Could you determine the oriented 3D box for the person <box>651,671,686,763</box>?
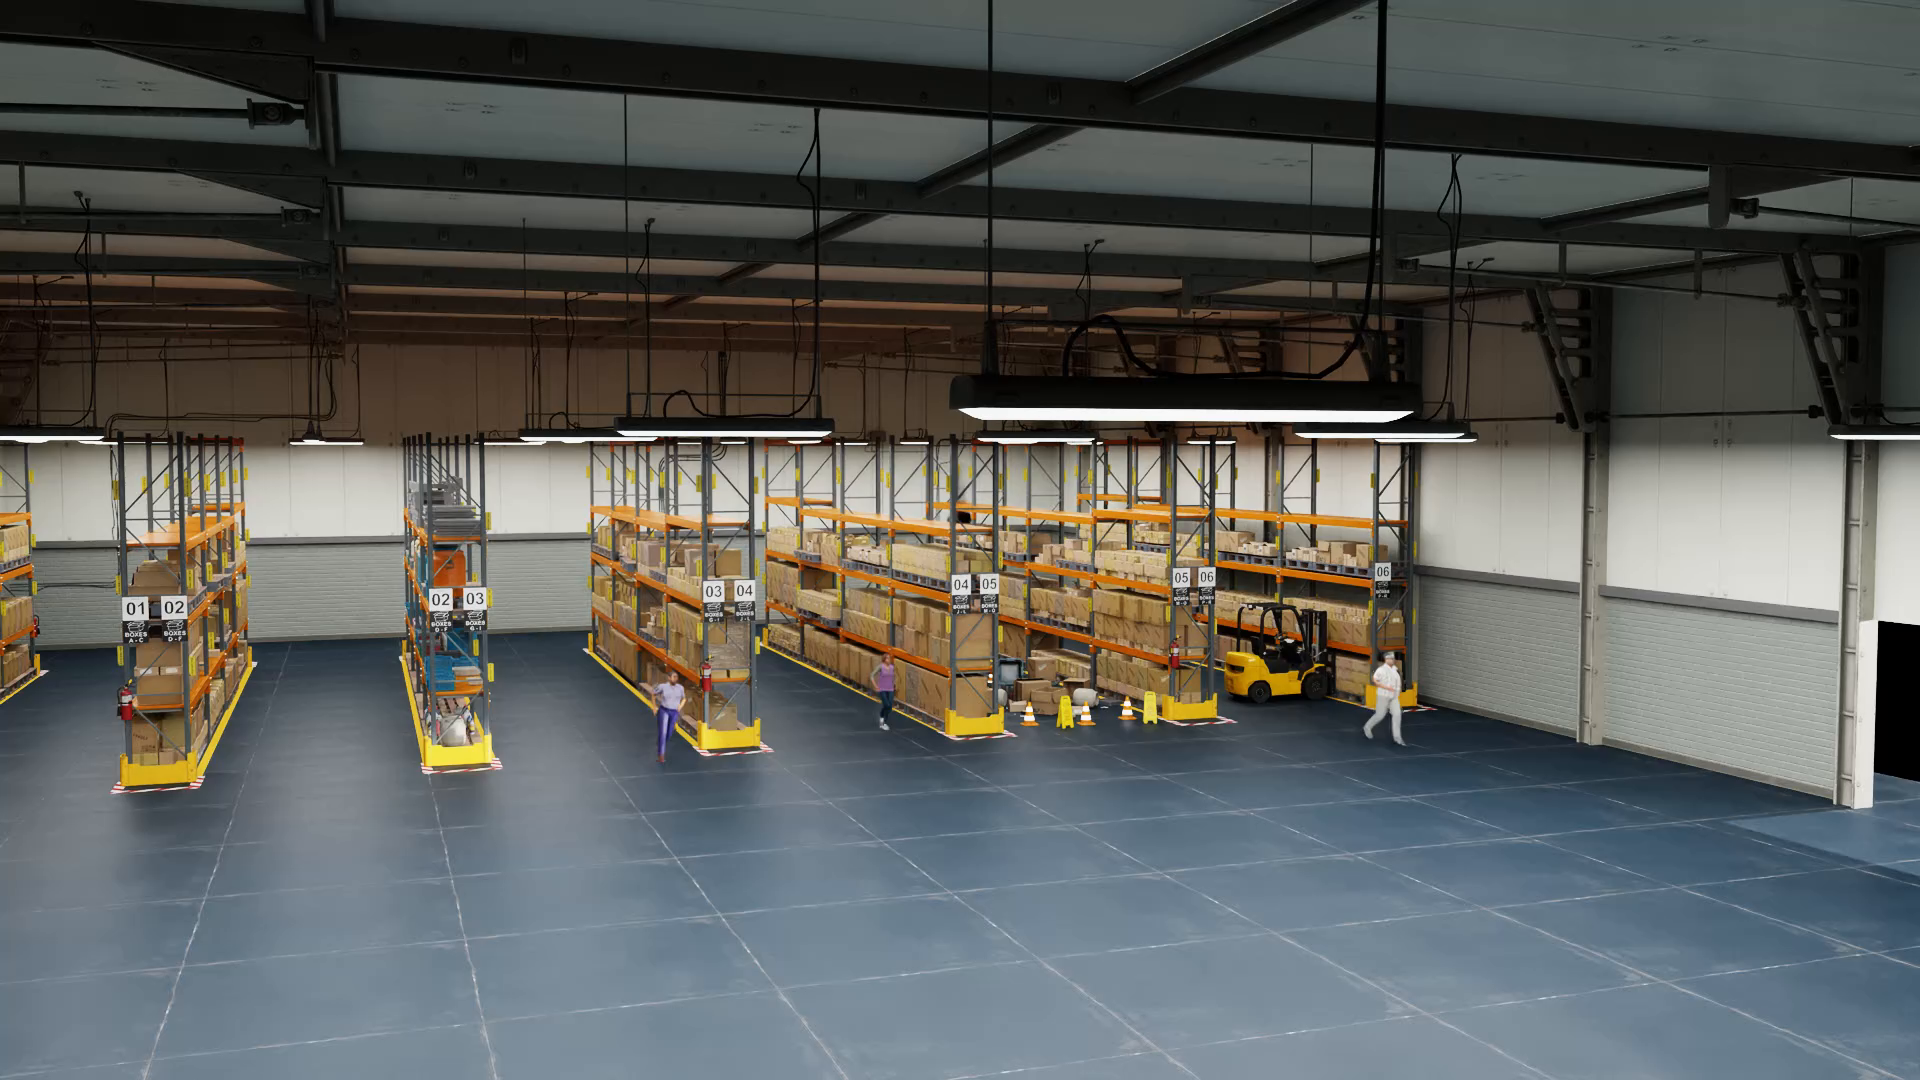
[{"bbox_3d":[-5.355,3.213,30.615,0.636,1.625,0.844,-2,4,-28],"label":"person"}]

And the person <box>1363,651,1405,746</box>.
[{"bbox_3d":[8.320,3.043,32.290,0.703,1.781,0.994,-2,4,-31],"label":"person"}]

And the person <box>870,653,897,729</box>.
[{"bbox_3d":[-1.500,3.075,33.747,0.548,1.561,0.505,-2,4,-30],"label":"person"}]
